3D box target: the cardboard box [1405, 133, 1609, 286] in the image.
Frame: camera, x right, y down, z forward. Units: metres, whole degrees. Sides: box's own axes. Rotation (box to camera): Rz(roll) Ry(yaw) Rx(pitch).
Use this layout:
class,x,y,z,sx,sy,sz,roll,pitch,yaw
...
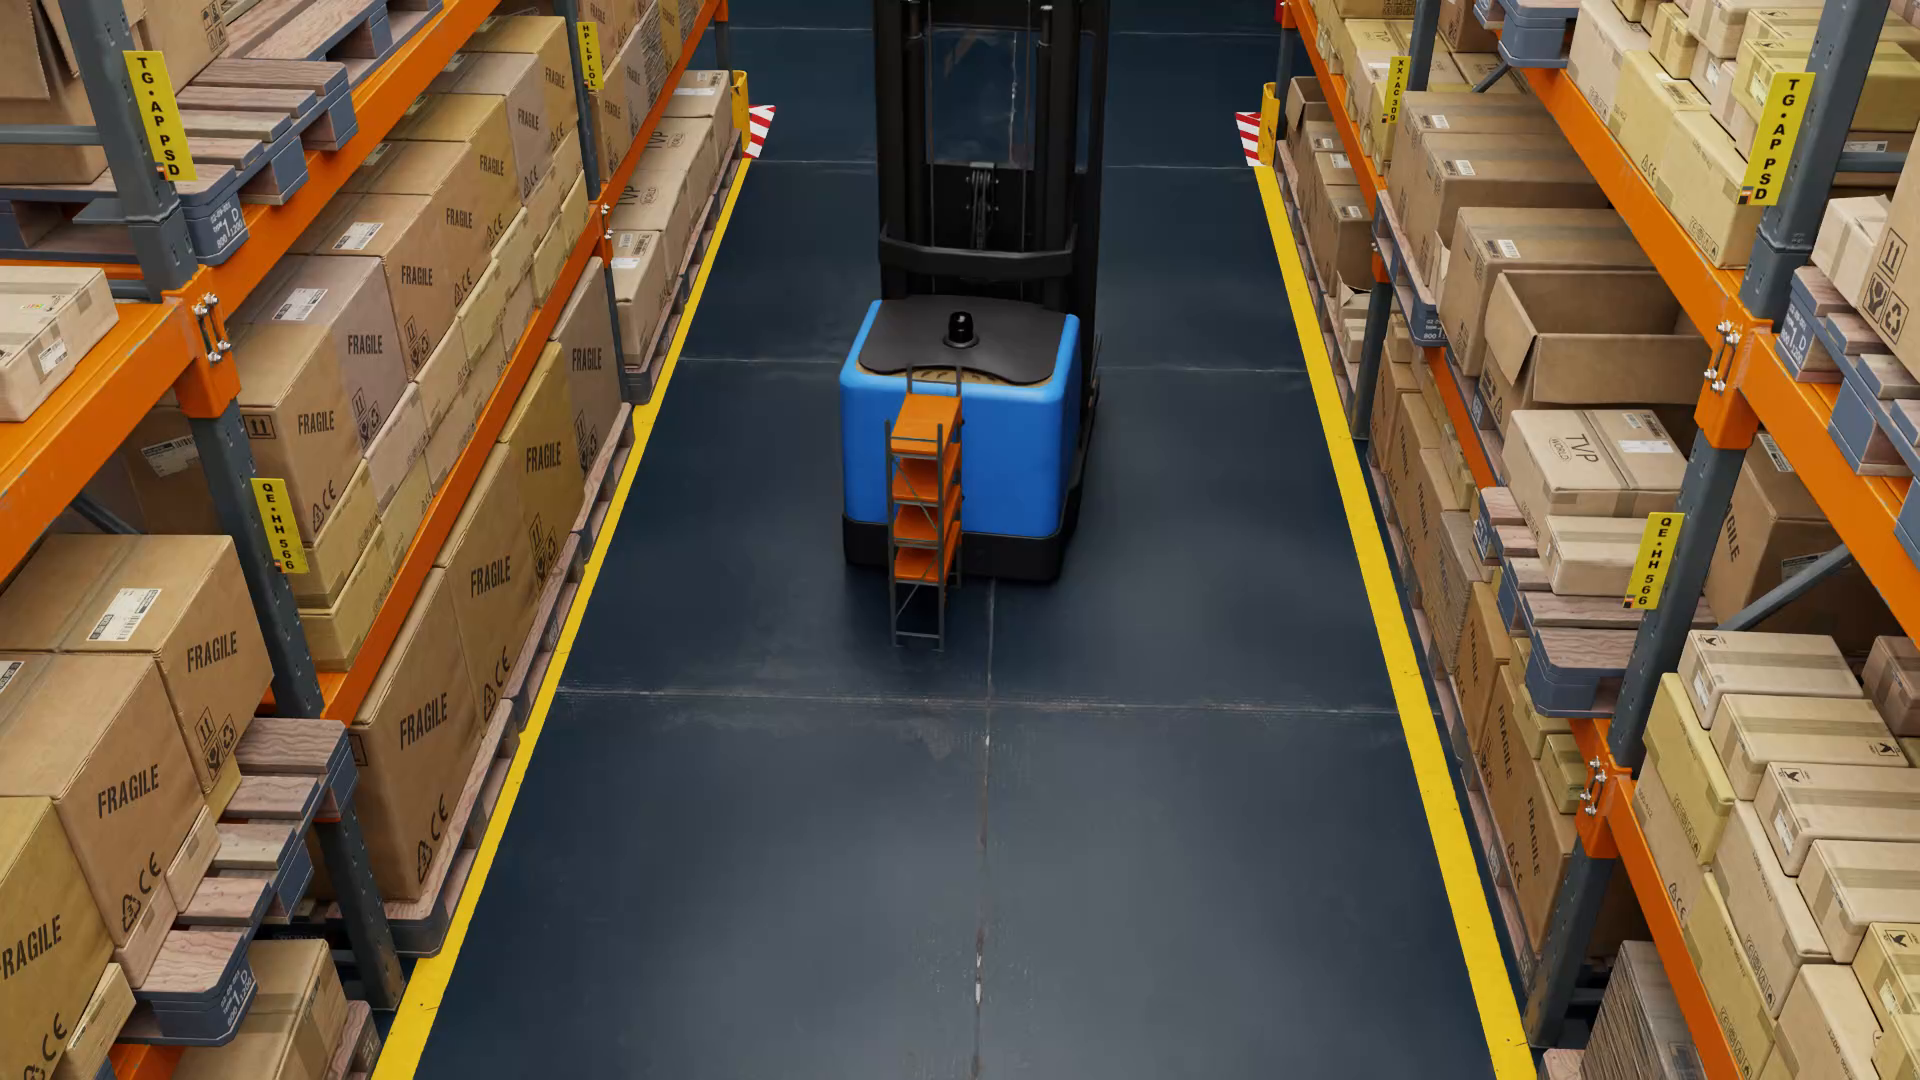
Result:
class,x,y,z,sx,sy,sz,roll,pitch,yaw
cardboard box,2.367,-1.431,7.226,0.700,0.500,0.500,2,35,2

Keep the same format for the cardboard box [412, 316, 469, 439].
class,x,y,z,sx,sy,sz,roll,pitch,yaw
cardboard box,-2.168,-0.615,6.212,0.500,0.250,0.500,1,35,2

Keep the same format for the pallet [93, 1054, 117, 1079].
class,x,y,z,sx,sy,sz,roll,pitch,yaw
pallet,-2.528,1.613,3.513,1.003,0.211,1.213,1,35,2

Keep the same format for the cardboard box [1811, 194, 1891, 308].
class,x,y,z,sx,sy,sz,roll,pitch,yaw
cardboard box,2.153,-0.642,3.697,0.380,0.166,0.250,1,35,2

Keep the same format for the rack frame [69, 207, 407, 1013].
class,x,y,z,sx,sy,sz,roll,pitch,yaw
rack frame,-2.490,0.397,5.077,1.000,3.000,0.127,1,35,2

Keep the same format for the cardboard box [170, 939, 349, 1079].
class,x,y,z,sx,sy,sz,roll,pitch,yaw
cardboard box,-2.522,1.624,5.250,0.950,0.372,0.625,-1,35,-1

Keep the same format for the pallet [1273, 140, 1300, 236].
class,x,y,z,sx,sy,sz,roll,pitch,yaw
pallet,2.757,-2.444,11.545,1.003,0.211,1.213,1,35,2

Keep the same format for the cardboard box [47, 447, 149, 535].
class,x,y,z,sx,sy,sz,roll,pitch,yaw
cardboard box,-2.730,-0.357,5.192,0.500,0.500,0.500,0,35,1

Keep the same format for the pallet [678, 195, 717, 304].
class,x,y,z,sx,sy,sz,roll,pitch,yaw
pallet,-2.174,-1.898,10.768,1.003,0.211,1.213,1,35,2

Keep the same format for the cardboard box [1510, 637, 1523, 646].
class,x,y,z,sx,sy,sz,roll,pitch,yaw
cardboard box,2.328,0.347,6.393,0.380,0.149,0.250,2,35,3

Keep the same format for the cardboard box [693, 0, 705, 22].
class,x,y,z,sx,sy,sz,roll,pitch,yaw
cardboard box,-1.958,-3.669,10.775,0.500,0.500,0.500,1,35,1

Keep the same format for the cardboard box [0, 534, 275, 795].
class,x,y,z,sx,sy,sz,roll,pitch,yaw
cardboard box,-2.230,0.330,4.461,0.500,0.500,0.500,0,35,1

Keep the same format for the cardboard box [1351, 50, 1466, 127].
class,x,y,z,sx,sy,sz,roll,pitch,yaw
cardboard box,2.413,-2.436,8.979,0.500,0.250,0.500,1,35,2

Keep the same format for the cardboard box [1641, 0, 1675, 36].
class,x,y,z,sx,sy,sz,roll,pitch,yaw
cardboard box,2.336,-1.614,5.113,0.380,0.149,0.250,2,35,2

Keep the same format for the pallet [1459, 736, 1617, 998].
class,x,y,z,sx,sy,sz,roll,pitch,yaw
pallet,2.538,1.222,6.328,1.003,0.211,1.213,1,35,2

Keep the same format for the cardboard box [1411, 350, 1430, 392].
class,x,y,z,sx,sy,sz,roll,pitch,yaw
cardboard box,2.417,-0.843,8.085,0.380,0.149,0.250,0,35,1

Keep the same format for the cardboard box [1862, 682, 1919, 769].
class,x,y,z,sx,sy,sz,roll,pitch,yaw
cardboard box,2.730,0.630,4.440,0.500,0.250,0.500,2,35,3

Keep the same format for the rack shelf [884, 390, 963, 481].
class,x,y,z,sx,sy,sz,roll,pitch,yaw
rack shelf,-0.152,-0.455,7.170,0.258,0.148,0.480,5,35,7

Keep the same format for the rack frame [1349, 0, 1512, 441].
class,x,y,z,sx,sy,sz,roll,pitch,yaw
rack frame,2.631,-1.789,8.187,1.000,3.000,0.127,1,35,2

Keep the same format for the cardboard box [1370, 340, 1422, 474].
class,x,y,z,sx,sy,sz,roll,pitch,yaw
cardboard box,2.387,-0.665,8.397,0.500,0.500,0.500,3,35,4

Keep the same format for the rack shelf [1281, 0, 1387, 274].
class,x,y,z,sx,sy,sz,roll,pitch,yaw
rack shelf,2.711,-2.644,10.029,1.077,0.370,4.000,1,35,2

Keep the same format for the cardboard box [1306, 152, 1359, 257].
class,x,y,z,sx,sy,sz,roll,pitch,yaw
cardboard box,2.478,-2.095,10.432,0.500,0.500,0.500,2,35,3

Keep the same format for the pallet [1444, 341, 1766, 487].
class,x,y,z,sx,sy,sz,roll,pitch,yaw
pallet,2.544,-0.530,6.562,1.003,0.211,1.213,1,35,2

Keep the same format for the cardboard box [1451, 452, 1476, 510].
class,x,y,z,sx,sy,sz,roll,pitch,yaw
cardboard box,2.361,-0.252,7.244,0.380,0.149,0.250,3,35,4

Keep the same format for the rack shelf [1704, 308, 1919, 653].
class,x,y,z,sx,sy,sz,roll,pitch,yaw
rack shelf,2.390,0.725,2.626,1.077,0.370,4.000,1,35,2

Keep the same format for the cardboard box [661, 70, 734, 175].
class,x,y,z,sx,sy,sz,roll,pitch,yaw
cardboard box,-2.095,-2.942,11.690,0.875,0.438,0.875,0,35,0

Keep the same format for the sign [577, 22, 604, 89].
class,x,y,z,sx,sy,sz,roll,pitch,yaw
sign,-1.786,-2.336,8.027,0.100,0.325,0.005,1,35,2

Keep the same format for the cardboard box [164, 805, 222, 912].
class,x,y,z,sx,sy,sz,roll,pitch,yaw
cardboard box,-2.172,0.823,4.324,0.380,0.149,0.250,1,35,1

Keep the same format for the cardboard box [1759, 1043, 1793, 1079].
class,x,y,z,sx,sy,sz,roll,pitch,yaw
cardboard box,2.169,1.405,3.773,0.500,0.250,0.500,0,35,0

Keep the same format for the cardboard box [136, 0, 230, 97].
class,x,y,z,sx,sy,sz,roll,pitch,yaw
cardboard box,-2.640,-1.617,4.881,0.700,0.500,0.500,0,35,0

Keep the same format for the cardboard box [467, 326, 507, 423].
class,x,y,z,sx,sy,sz,roll,pitch,yaw
cardboard box,-2.172,-0.698,6.765,0.500,0.250,0.500,1,35,2

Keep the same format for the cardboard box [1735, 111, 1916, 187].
class,x,y,z,sx,sy,sz,roll,pitch,yaw
cardboard box,2.244,-1.029,4.281,0.380,0.149,0.250,2,35,3

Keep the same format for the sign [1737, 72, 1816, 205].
class,x,y,z,sx,sy,sz,roll,pitch,yaw
sign,1.928,-0.943,3.925,0.100,0.325,0.005,1,35,2

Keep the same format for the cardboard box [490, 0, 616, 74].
class,x,y,z,sx,sy,sz,roll,pitch,yaw
cardboard box,-2.068,-2.620,8.412,0.500,0.500,0.500,2,35,2

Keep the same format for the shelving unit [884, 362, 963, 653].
class,x,y,z,sx,sy,sz,roll,pitch,yaw
shelving unit,-0.152,-0.133,7.396,0.258,1.200,0.503,5,35,7

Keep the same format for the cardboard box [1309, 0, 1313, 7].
class,x,y,z,sx,sy,sz,roll,pitch,yaw
cardboard box,2.484,-3.603,10.640,0.500,0.250,0.500,2,35,2

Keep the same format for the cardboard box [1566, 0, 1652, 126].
class,x,y,z,sx,sy,sz,roll,pitch,yaw
cardboard box,2.288,-1.534,5.345,0.500,0.250,0.500,1,35,2

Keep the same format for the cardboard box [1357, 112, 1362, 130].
class,x,y,z,sx,sy,sz,roll,pitch,yaw
cardboard box,2.404,-2.325,9.168,0.380,0.149,0.250,2,35,3

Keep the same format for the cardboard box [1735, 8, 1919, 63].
class,x,y,z,sx,sy,sz,roll,pitch,yaw
cardboard box,2.305,-1.295,4.400,0.380,0.149,0.250,0,35,0

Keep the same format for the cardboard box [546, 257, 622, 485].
class,x,y,z,sx,sy,sz,roll,pitch,yaw
cardboard box,-2.274,-0.846,8.328,0.875,0.875,0.875,2,35,3

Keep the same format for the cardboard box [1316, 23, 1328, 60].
class,x,y,z,sx,sy,sz,roll,pitch,yaw
cardboard box,2.403,-3.063,10.218,0.380,0.149,0.250,0,35,1

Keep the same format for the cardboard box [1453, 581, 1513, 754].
class,x,y,z,sx,sy,sz,roll,pitch,yaw
cardboard box,2.321,0.524,6.704,0.500,0.500,0.500,3,35,4

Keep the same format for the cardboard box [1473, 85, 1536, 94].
class,x,y,z,sx,sy,sz,roll,pitch,yaw
cardboard box,2.921,-2.128,8.541,0.500,0.250,0.500,1,35,1

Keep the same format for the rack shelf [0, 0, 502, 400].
class,x,y,z,sx,sy,sz,roll,pitch,yaw
rack shelf,-2.409,-1.685,6.056,1.077,0.370,4.000,1,35,2

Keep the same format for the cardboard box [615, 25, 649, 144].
class,x,y,z,sx,sy,sz,roll,pitch,yaw
cardboard box,-2.024,-2.495,9.104,0.500,0.500,0.500,2,35,2

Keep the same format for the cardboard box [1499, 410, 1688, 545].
class,x,y,z,sx,sy,sz,roll,pitch,yaw
cardboard box,2.189,-0.215,5.712,0.500,0.250,0.500,0,35,0

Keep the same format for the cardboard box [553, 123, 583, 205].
class,x,y,z,sx,sy,sz,roll,pitch,yaw
cardboard box,-2.104,-1.786,7.878,0.500,0.250,0.500,1,35,2

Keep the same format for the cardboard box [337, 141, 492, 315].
class,x,y,z,sx,sy,sz,roll,pitch,yaw
cardboard box,-2.155,-1.203,6.397,0.500,0.500,0.500,2,35,3

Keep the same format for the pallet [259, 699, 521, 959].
class,x,y,z,sx,sy,sz,roll,pitch,yaw
pallet,-2.383,1.086,6.521,1.003,0.211,1.213,1,35,2

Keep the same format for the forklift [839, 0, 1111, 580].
class,x,y,z,sx,sy,sz,roll,pitch,yaw
forklift,0.181,-1.847,8.329,1.130,2.935,3.031,5,35,7

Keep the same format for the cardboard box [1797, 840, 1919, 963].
class,x,y,z,sx,sy,sz,roll,pitch,yaw
cardboard box,2.171,0.831,3.807,0.380,0.149,0.250,2,35,2
